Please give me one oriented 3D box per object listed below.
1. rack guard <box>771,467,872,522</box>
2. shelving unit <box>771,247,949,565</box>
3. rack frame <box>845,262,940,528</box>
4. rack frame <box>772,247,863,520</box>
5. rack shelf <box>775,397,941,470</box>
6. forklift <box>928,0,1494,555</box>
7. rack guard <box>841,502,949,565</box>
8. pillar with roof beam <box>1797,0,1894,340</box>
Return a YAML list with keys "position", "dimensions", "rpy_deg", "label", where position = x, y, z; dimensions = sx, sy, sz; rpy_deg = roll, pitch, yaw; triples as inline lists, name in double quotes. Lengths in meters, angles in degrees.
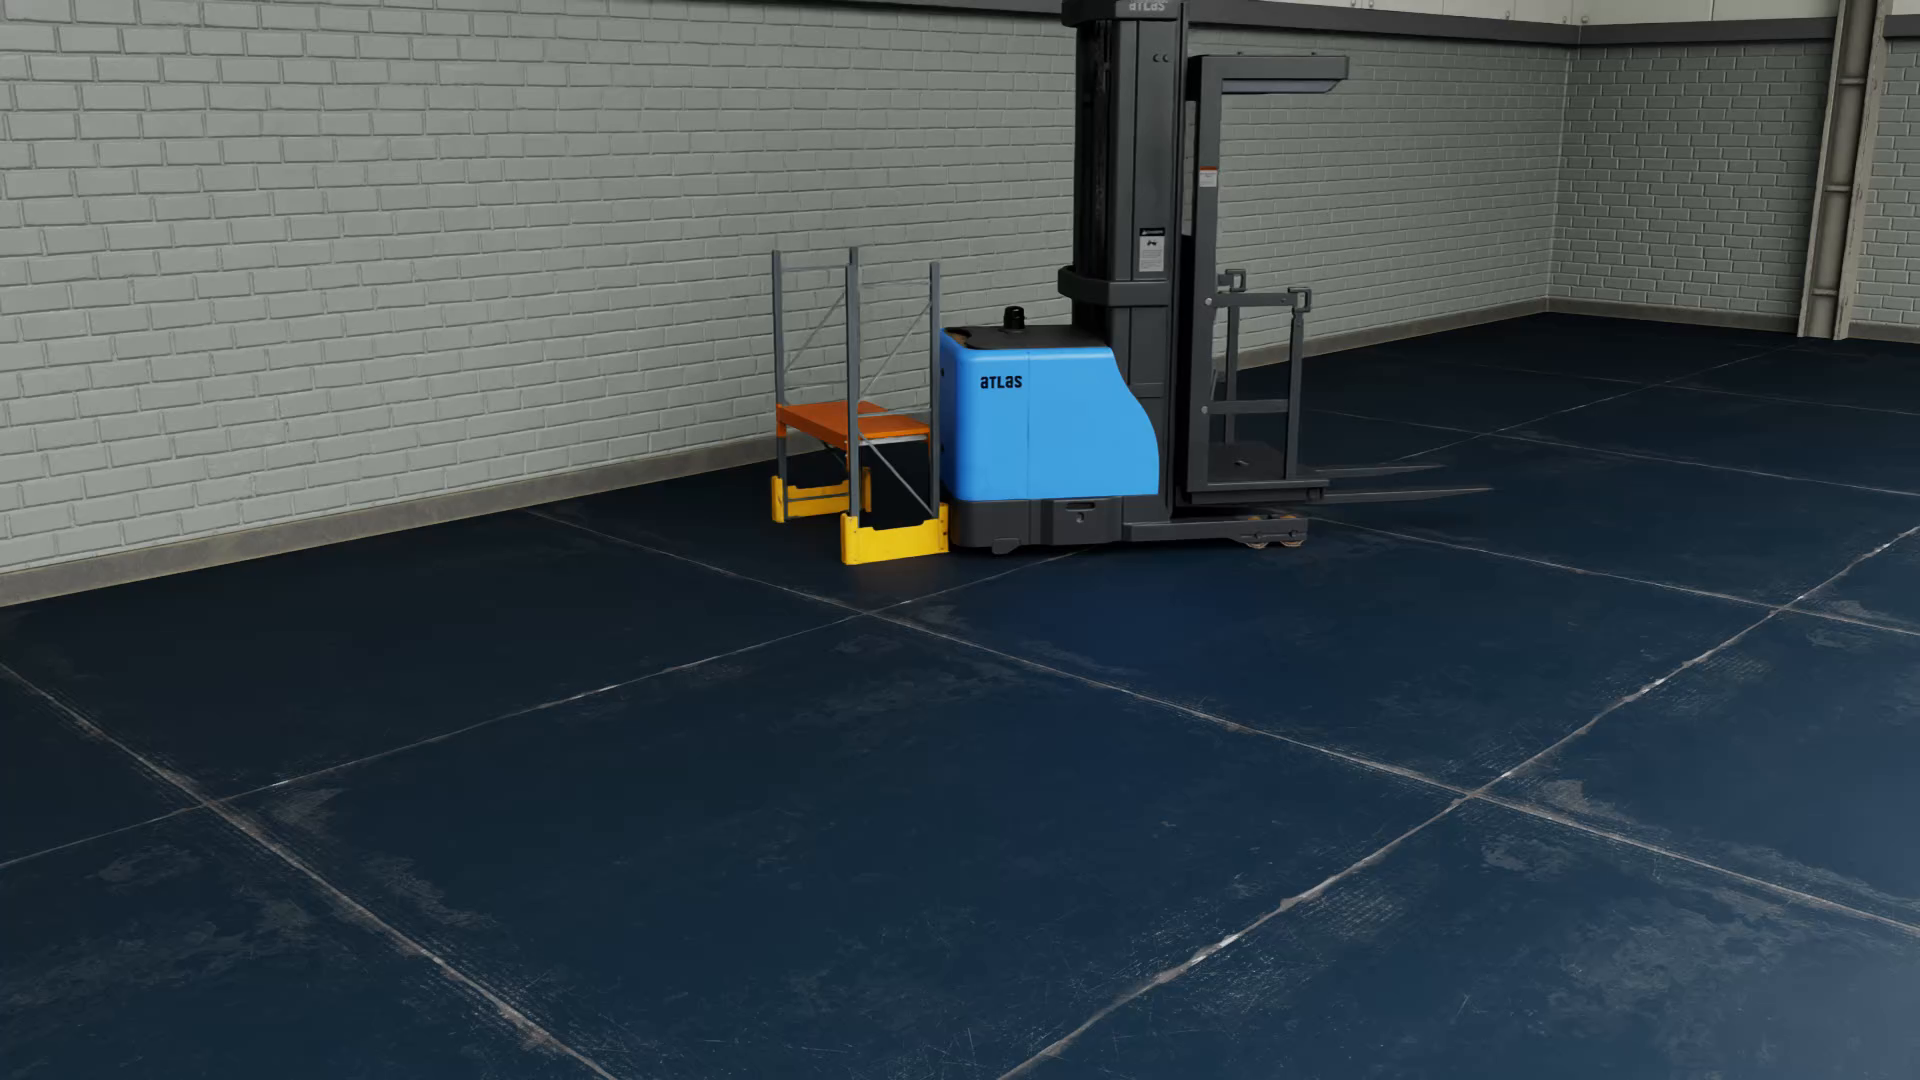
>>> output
- position: [-0.783, -0.260, 9.434]
  dimensions: [0.587, 0.250, 0.087]
  rpy_deg: [-7, 16, -26]
  label: "rack guard"
- position: [-0.558, -0.753, 8.846]
  dimensions: [0.587, 1.500, 1.083]
  rpy_deg: [-7, 16, -26]
  label: "shelving unit"
- position: [-0.332, -0.640, 8.415]
  dimensions: [0.500, 1.500, 0.032]
  rpy_deg: [-7, 16, -26]
  label: "rack frame"
- position: [-0.792, -0.869, 9.293]
  dimensions: [0.500, 1.500, 0.032]
  rpy_deg: [-7, 16, -26]
  label: "rack frame"
- position: [-0.562, -0.581, 8.900]
  dimensions: [0.538, 0.185, 1.000]
  rpy_deg: [-7, 16, -26]
  label: "rack shelf"
- position: [1.385, -1.501, 8.879]
  dimensions: [3.031, 2.935, 1.130]
  rpy_deg: [-3, 15, -10]
  label: "forklift"
- position: [-0.333, -0.036, 8.574]
  dimensions: [0.587, 0.250, 0.087]
  rpy_deg: [-7, 16, -26]
  label: "rack guard"
- position: [5.735, -5.629, 12.688]
  dimensions: [0.400, 9.000, 9.100]
  rpy_deg: [14, 20, 42]
  label: "pillar with roof beam"
